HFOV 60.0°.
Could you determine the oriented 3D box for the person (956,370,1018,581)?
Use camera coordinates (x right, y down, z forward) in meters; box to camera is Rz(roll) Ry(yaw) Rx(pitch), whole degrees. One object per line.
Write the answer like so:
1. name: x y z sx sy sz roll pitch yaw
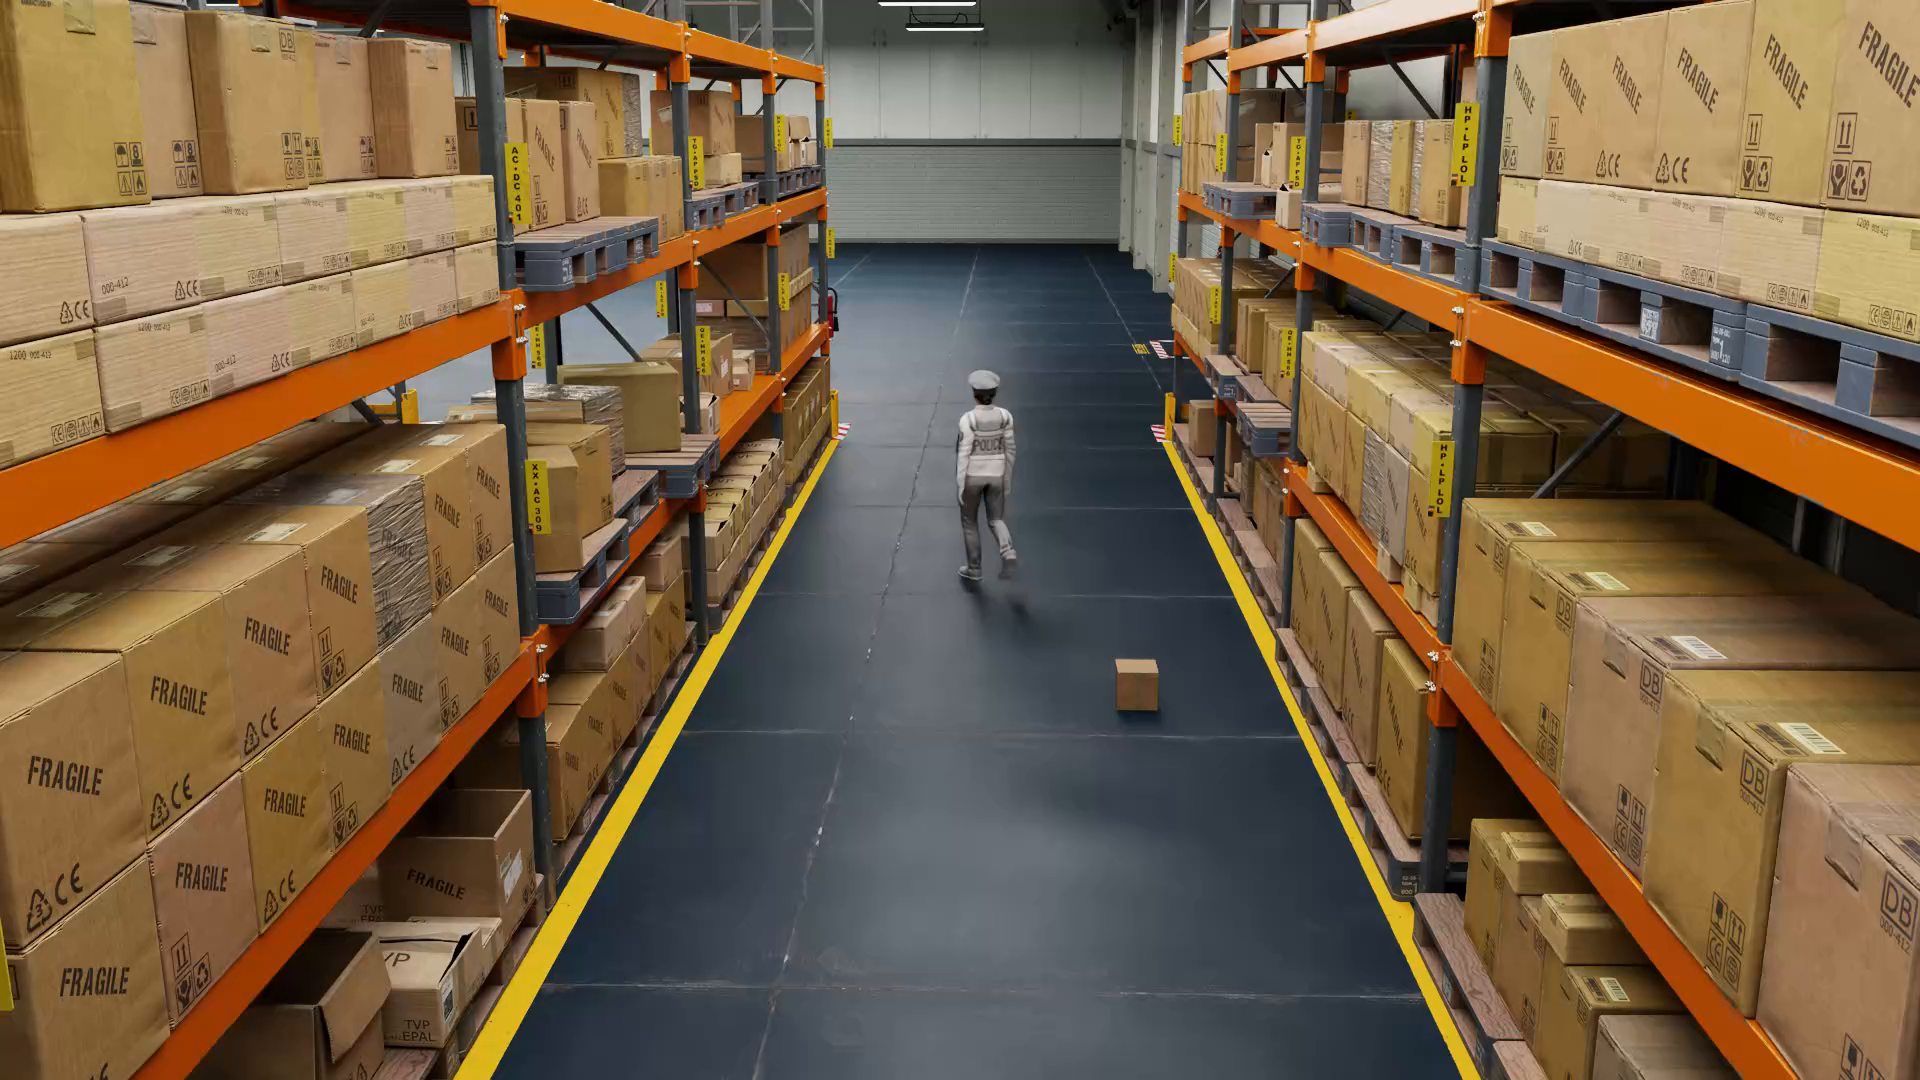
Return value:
1. person: 0.204 -0.470 12.763 0.491 1.666 0.710 -5 15 -21
